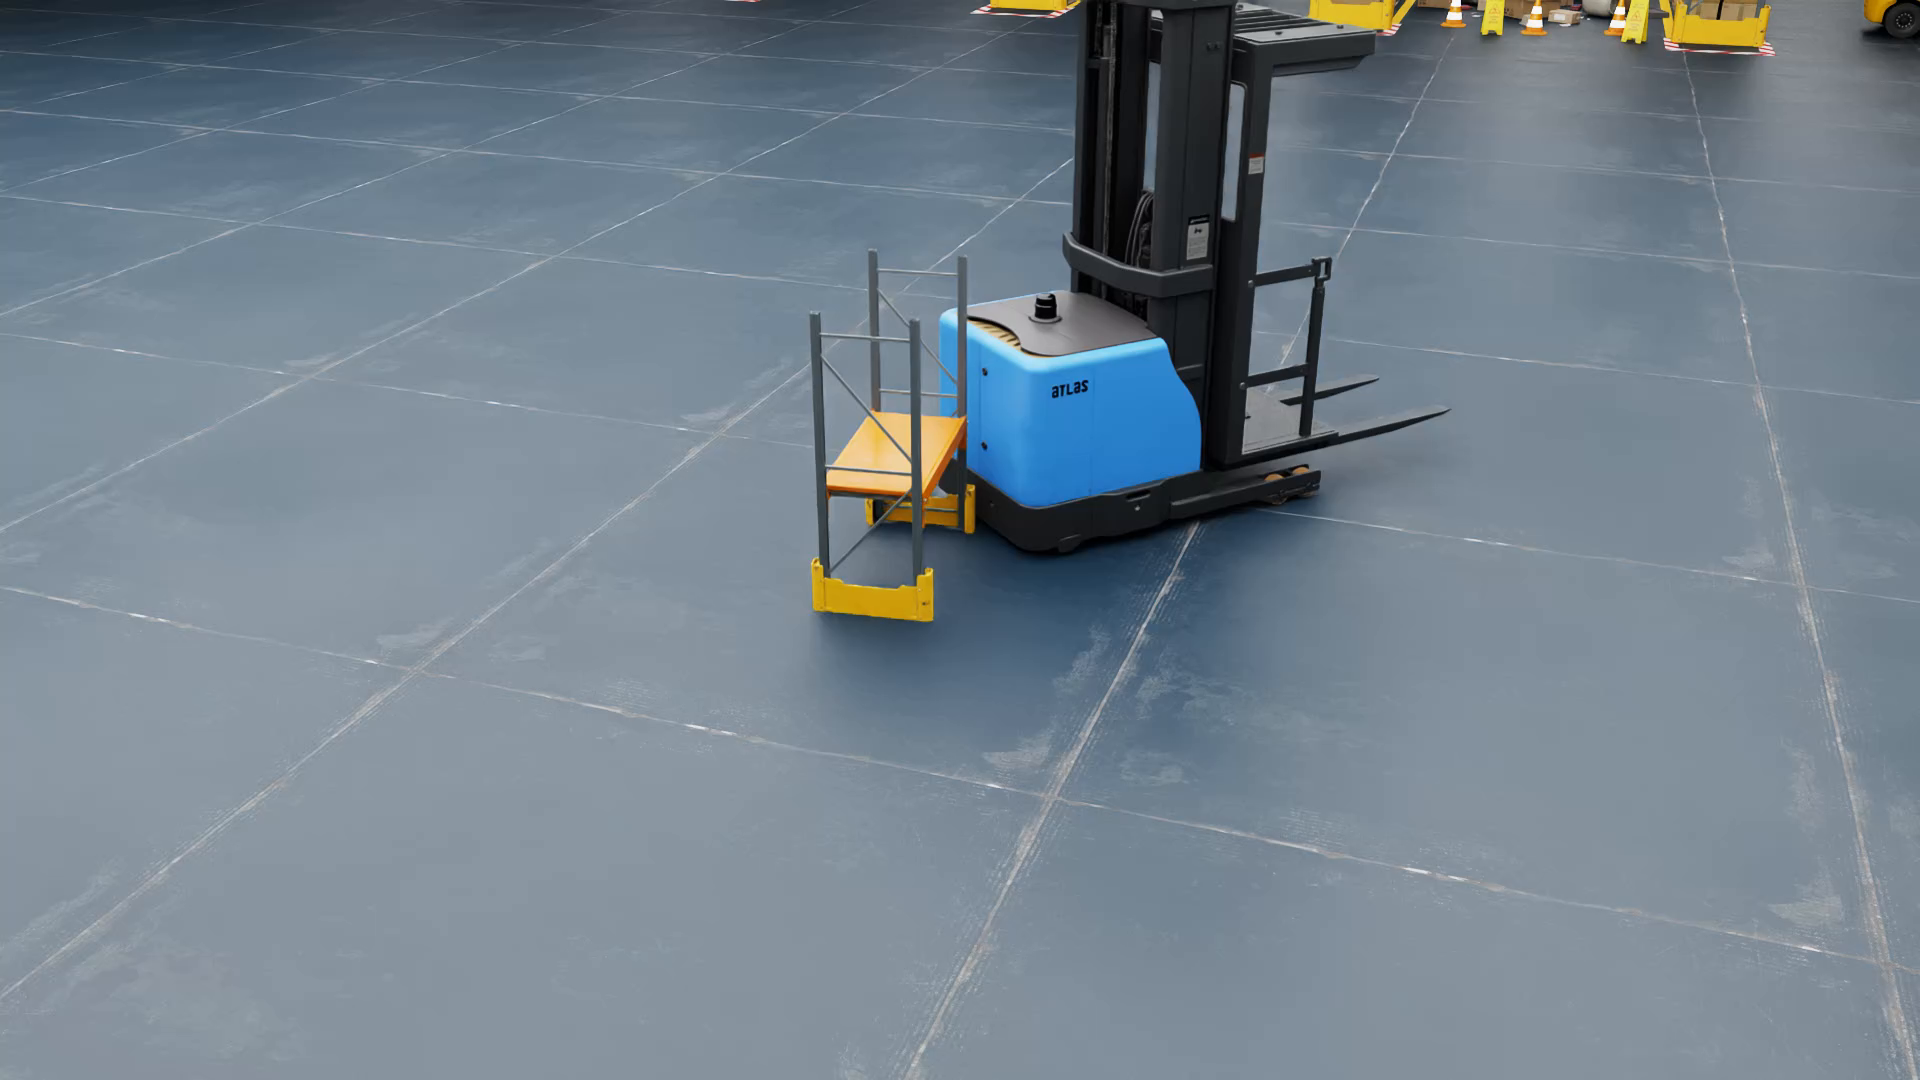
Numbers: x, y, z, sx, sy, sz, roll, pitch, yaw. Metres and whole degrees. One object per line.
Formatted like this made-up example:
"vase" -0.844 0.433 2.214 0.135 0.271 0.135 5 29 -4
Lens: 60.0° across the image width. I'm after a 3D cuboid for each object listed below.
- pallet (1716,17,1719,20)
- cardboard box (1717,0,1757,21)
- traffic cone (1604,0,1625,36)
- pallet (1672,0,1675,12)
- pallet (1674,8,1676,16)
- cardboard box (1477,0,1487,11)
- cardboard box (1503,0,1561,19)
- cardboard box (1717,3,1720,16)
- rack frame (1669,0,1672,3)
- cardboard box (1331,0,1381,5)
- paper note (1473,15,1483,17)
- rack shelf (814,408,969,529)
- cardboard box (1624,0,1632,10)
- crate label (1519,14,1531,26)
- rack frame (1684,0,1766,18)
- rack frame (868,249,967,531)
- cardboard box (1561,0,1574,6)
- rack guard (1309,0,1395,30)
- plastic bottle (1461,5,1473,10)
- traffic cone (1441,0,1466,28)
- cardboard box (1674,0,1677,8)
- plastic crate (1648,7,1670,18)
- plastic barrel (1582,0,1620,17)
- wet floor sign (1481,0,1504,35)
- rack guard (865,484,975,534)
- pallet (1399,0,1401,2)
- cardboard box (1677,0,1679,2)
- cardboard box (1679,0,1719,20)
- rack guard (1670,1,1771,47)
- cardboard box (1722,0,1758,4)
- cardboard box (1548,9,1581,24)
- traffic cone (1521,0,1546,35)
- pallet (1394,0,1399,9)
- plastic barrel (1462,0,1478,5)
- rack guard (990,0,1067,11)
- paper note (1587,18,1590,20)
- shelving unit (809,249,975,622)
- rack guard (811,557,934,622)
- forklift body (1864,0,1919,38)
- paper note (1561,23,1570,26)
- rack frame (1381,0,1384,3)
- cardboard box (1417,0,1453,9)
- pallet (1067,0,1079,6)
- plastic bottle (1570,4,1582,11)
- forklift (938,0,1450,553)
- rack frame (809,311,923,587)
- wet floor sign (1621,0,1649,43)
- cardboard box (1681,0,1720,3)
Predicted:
"pallet" 10.712 -7.269 23.521 1.003 0.211 1.213 9 27 17
"cardboard box" 10.912 -7.407 23.280 0.500 0.250 0.500 9 27 17
"traffic cone" 9.310 -7.386 23.474 0.336 0.463 0.334 9 27 17
"pallet" 11.524 -8.272 25.592 1.003 0.211 1.213 9 27 17
"pallet" 11.120 -7.769 24.553 1.003 0.211 1.213 9 27 17
"cardboard box" 8.177 -8.280 25.547 0.396 0.266 0.258 14 29 26
"cardboard box" 8.580 -8.130 24.963 0.797 0.503 0.637 -9 27 -18
"cardboard box" 11.089 -7.616 23.711 0.500 0.250 0.500 10 27 19
"rack frame" 11.714 -9.808 25.565 1.000 3.000 0.127 9 27 17
"cardboard box" 5.845 -8.361 24.534 0.875 0.875 0.875 9 27 18
"paper note" 7.790 -7.884 25.001 0.144 0.017 0.142 20 32 35
"rack shelf" -0.317 -0.370 8.207 0.538 0.185 1.000 5 26 11
"cardboard box" 10.074 -8.441 25.607 0.500 0.500 0.500 -14 29 -27
"crate label" 8.353 -7.593 24.275 0.250 0.136 0.298 -5 26 -9
"rack frame" 10.383 -8.164 22.170 1.000 3.000 0.127 9 27 17
"rack frame" -0.212 -0.749 8.576 0.500 1.500 0.032 5 26 11
"cardboard box" 9.419 -8.554 26.112 0.258 0.266 0.396 -9 27 -18
"rack guard" 5.673 -7.706 24.091 1.175 0.500 0.348 9 27 17
"plastic bottle" 7.755 -8.215 25.648 0.283 0.061 0.133 0 26 -1
"traffic cone" 7.197 -7.711 24.145 0.336 0.463 0.334 9 27 17
"cardboard box" 10.747 -7.914 24.327 0.500 0.250 0.500 8 27 16
"plastic crate" 10.418 -7.968 25.114 0.402 0.080 0.583 0 26 -1
"plastic barrel" 9.643 -8.073 24.938 0.421 0.421 0.512 -14 29 -27
"wet floor sign" 7.539 -7.482 23.462 0.267 0.644 0.232 4 26 8
"rack guard" -0.212 -0.186 8.847 0.587 0.250 0.087 5 26 11
"pallet" 6.686 -8.928 26.948 1.003 0.211 1.213 9 27 17
"cardboard box" 10.578 -7.699 23.882 0.500 0.250 0.500 9 27 18
"cardboard box" 10.406 -7.497 23.465 0.500 0.250 0.500 9 27 17
"rack guard" 10.408 -7.070 22.779 1.175 0.500 0.348 9 27 17
"cardboard box" 10.920 -7.754 23.136 0.500 0.500 0.500 8 27 16
"cardboard box" 8.914 -7.712 24.508 0.250 0.149 0.380 -20 33 -36
"traffic cone" 8.150 -7.407 23.518 0.336 0.463 0.334 9 27 17
"pallet" 6.281 -8.425 25.909 1.003 0.211 1.213 9 27 17
"plastic barrel" 8.082 -8.636 26.101 0.421 0.421 0.512 -14 29 -27
"rack guard" 1.063 -8.508 25.747 1.175 0.500 0.348 9 27 17
"paper note" 9.364 -7.761 24.768 0.032 0.001 0.123 9 27 17
"shelving unit" -0.315 -0.536 8.136 0.587 1.500 1.083 5 26 11
"rack guard" -0.419 0.239 7.970 0.587 0.250 0.087 5 26 11
"forklift body" 13.976 -8.108 23.027 2.313 2.155 1.214 9 27 17
"paper note" 8.820 -7.505 24.216 0.148 0.019 0.142 0 26 -1
"rack frame" 5.681 -8.841 23.567 1.000 3.000 0.127 9 27 17
"cardboard box" 7.464 -8.574 25.881 0.500 0.500 0.500 14 29 26
"pallet" 1.367 -8.706 26.489 1.003 0.211 1.213 9 27 17
"plastic bottle" 9.516 -8.227 25.672 0.133 0.061 0.283 14 29 26
"forklift" 1.416 -1.700 8.898 3.031 2.935 1.130 -14 29 -26
"rack frame" -0.423 -0.316 7.681 0.500 1.500 0.032 5 26 11
"wet floor sign" 9.311 -7.182 22.842 0.267 0.644 0.232 20 32 35
"cardboard box" 10.404 -7.820 23.272 0.500 0.500 0.500 9 27 18
